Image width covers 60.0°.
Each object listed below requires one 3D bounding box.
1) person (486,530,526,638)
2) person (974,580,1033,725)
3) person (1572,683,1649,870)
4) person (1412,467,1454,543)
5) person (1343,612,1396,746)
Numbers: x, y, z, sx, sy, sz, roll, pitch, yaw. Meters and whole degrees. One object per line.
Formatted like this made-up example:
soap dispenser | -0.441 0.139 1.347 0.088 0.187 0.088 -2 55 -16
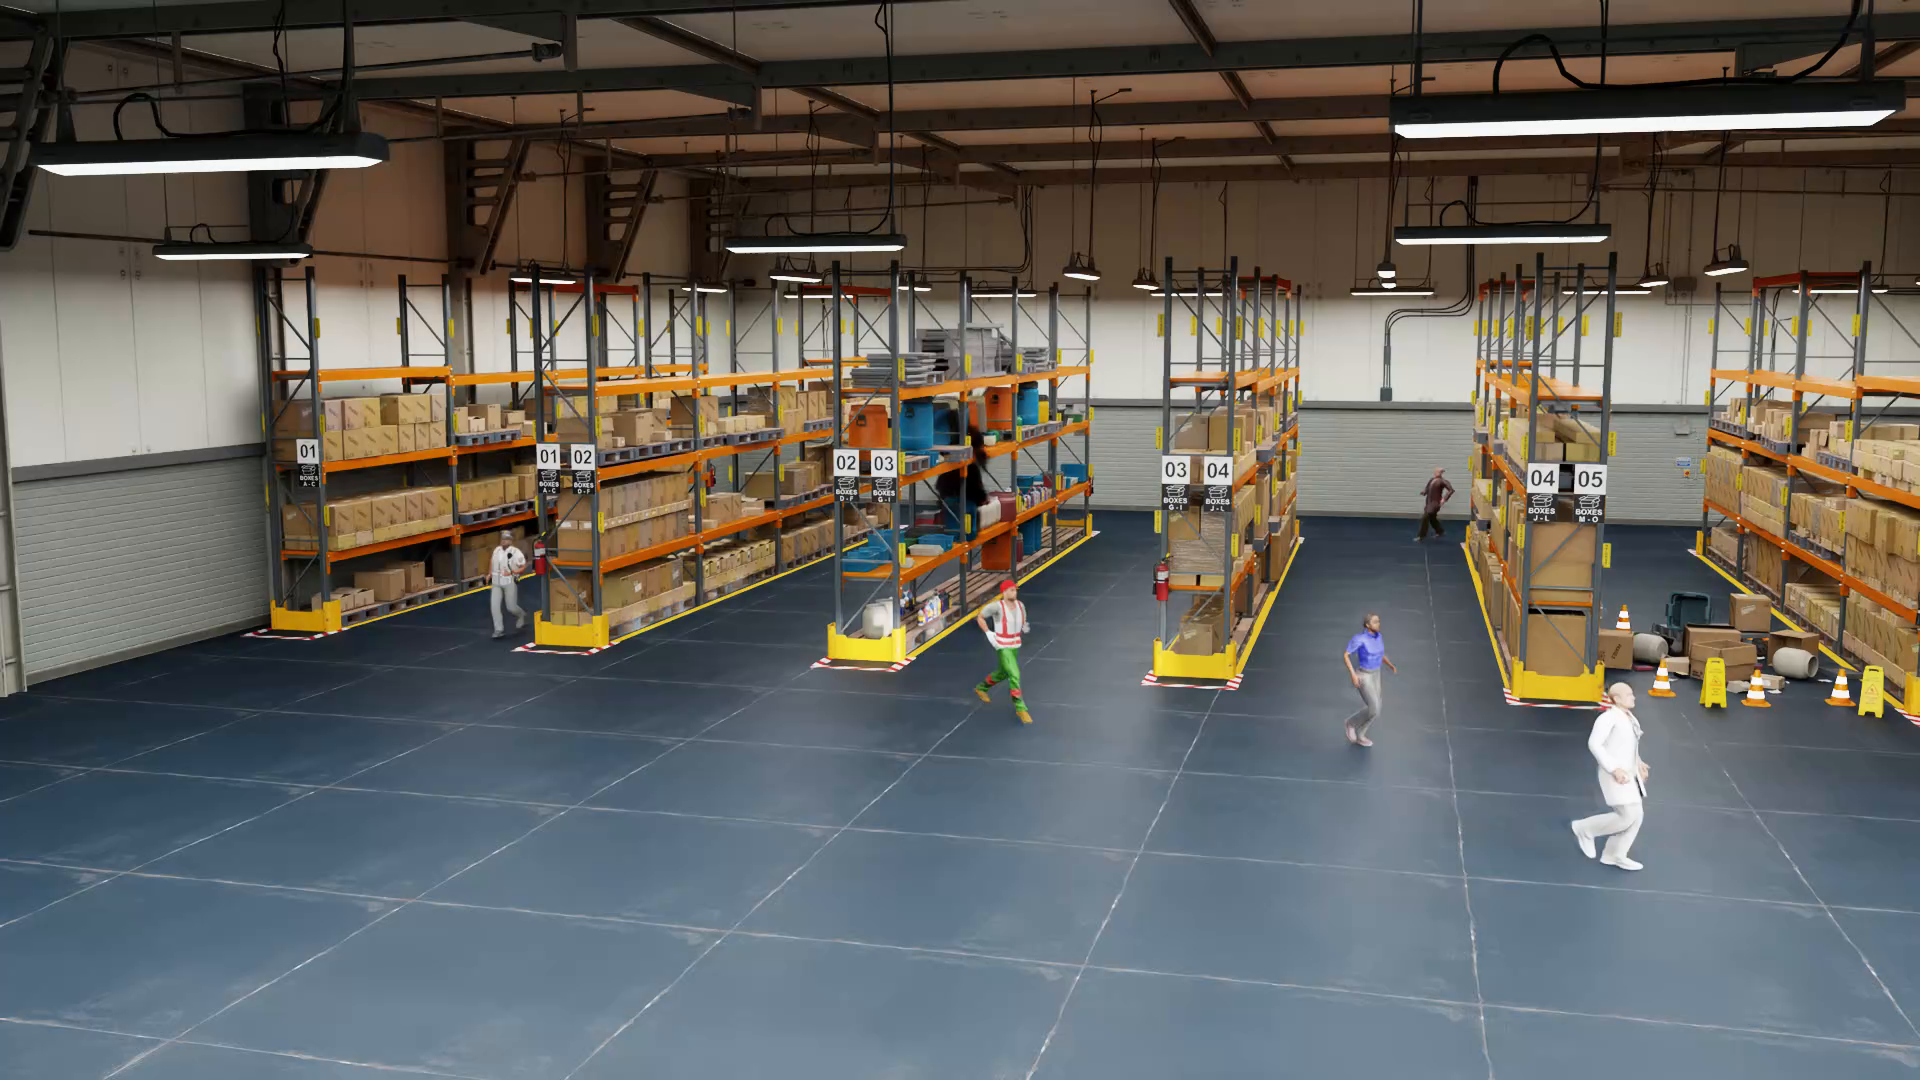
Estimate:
person | -7.444 0.689 27.202 0.689 1.721 0.801 2 7 12
person | 0.599 1.404 21.514 1.101 1.815 0.621 6 10 41
person | 6.082 2.187 15.521 0.630 1.743 0.703 7 10 43
person | 11.089 -0.817 38.956 0.935 1.787 0.767 -2 7 -14
person | 4.945 1.677 19.982 0.587 1.624 0.544 -6 9 -39
